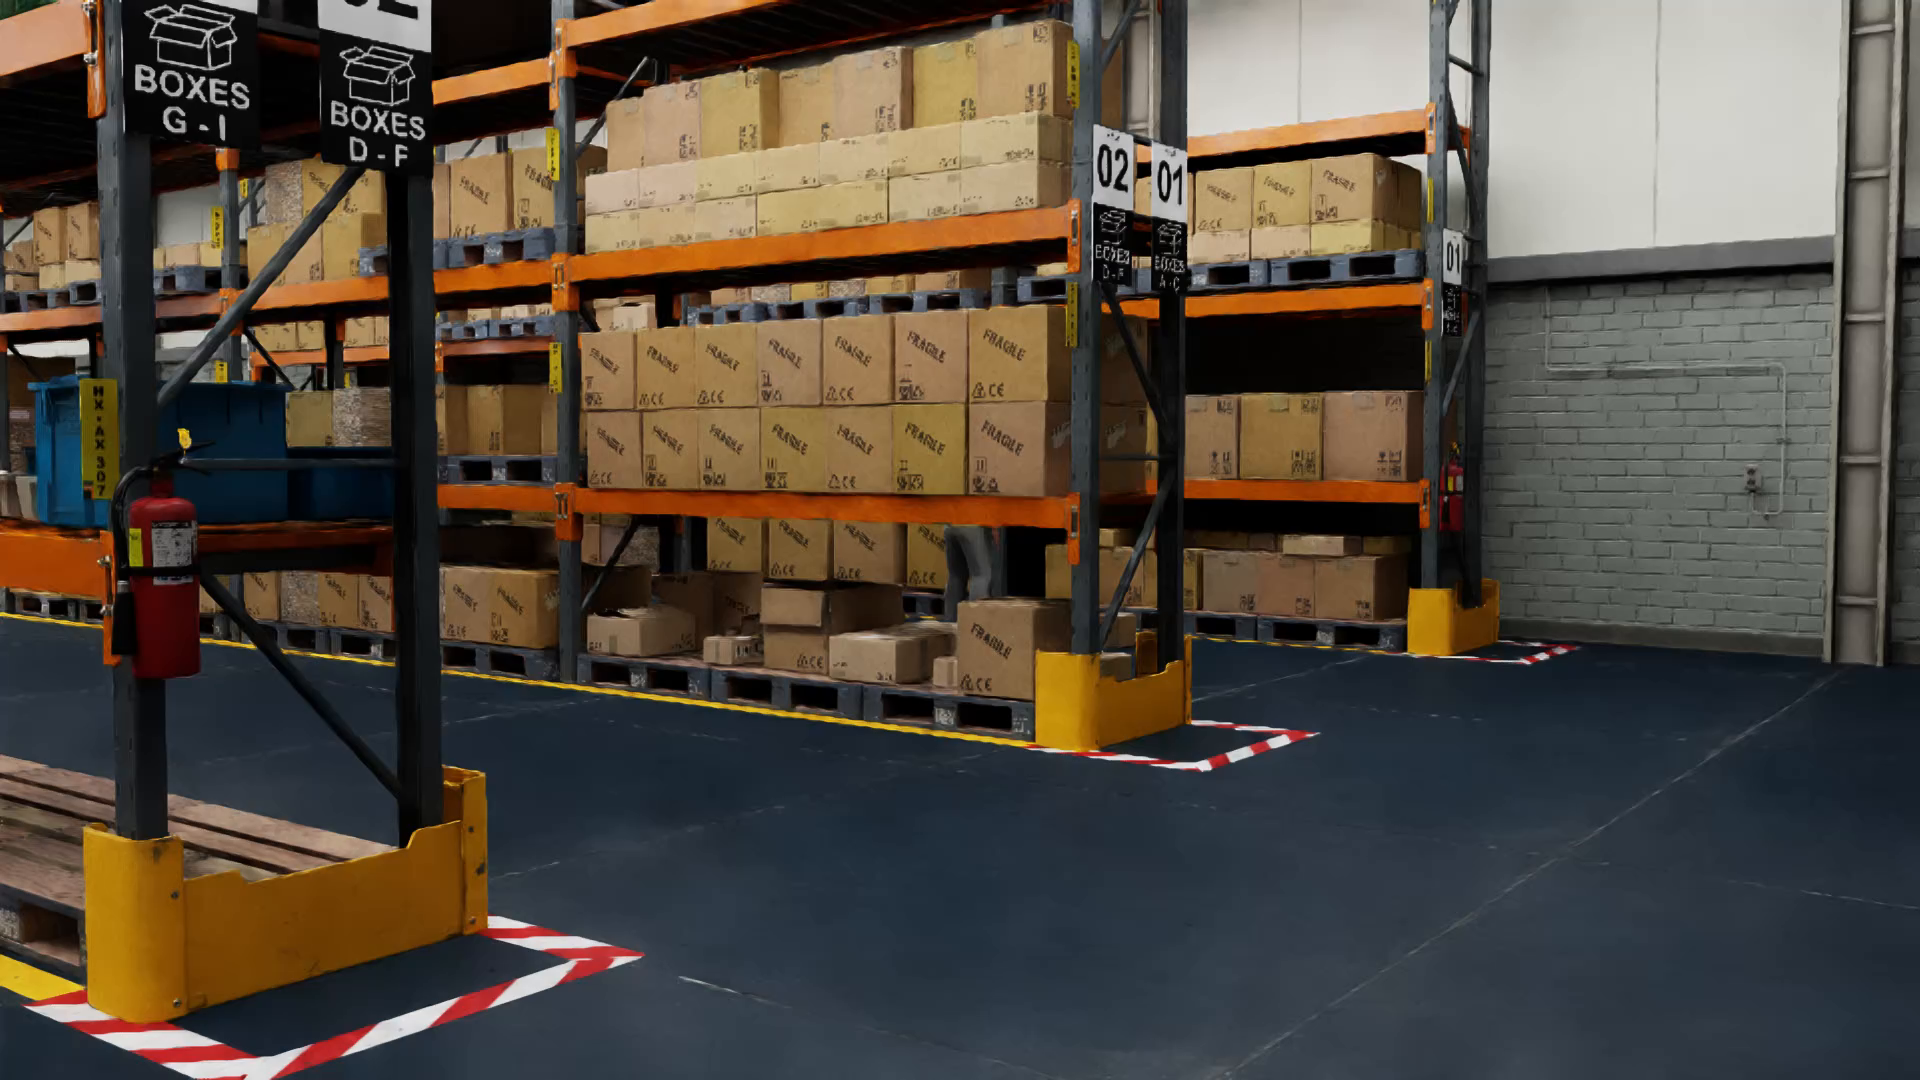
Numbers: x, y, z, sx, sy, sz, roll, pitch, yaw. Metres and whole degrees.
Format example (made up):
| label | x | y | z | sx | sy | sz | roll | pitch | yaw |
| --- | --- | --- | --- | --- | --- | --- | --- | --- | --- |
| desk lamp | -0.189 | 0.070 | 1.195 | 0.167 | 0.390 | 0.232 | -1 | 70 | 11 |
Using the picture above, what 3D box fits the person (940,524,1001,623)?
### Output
| label | x | y | z | sx | sy | sz | roll | pitch | yaw |
| --- | --- | --- | --- | --- | --- | --- | --- | --- | --- |
| person | 0.088 | -0.069 | 13.501 | 0.442 | 1.801 | 0.589 | -3 | 4 | -40 |
